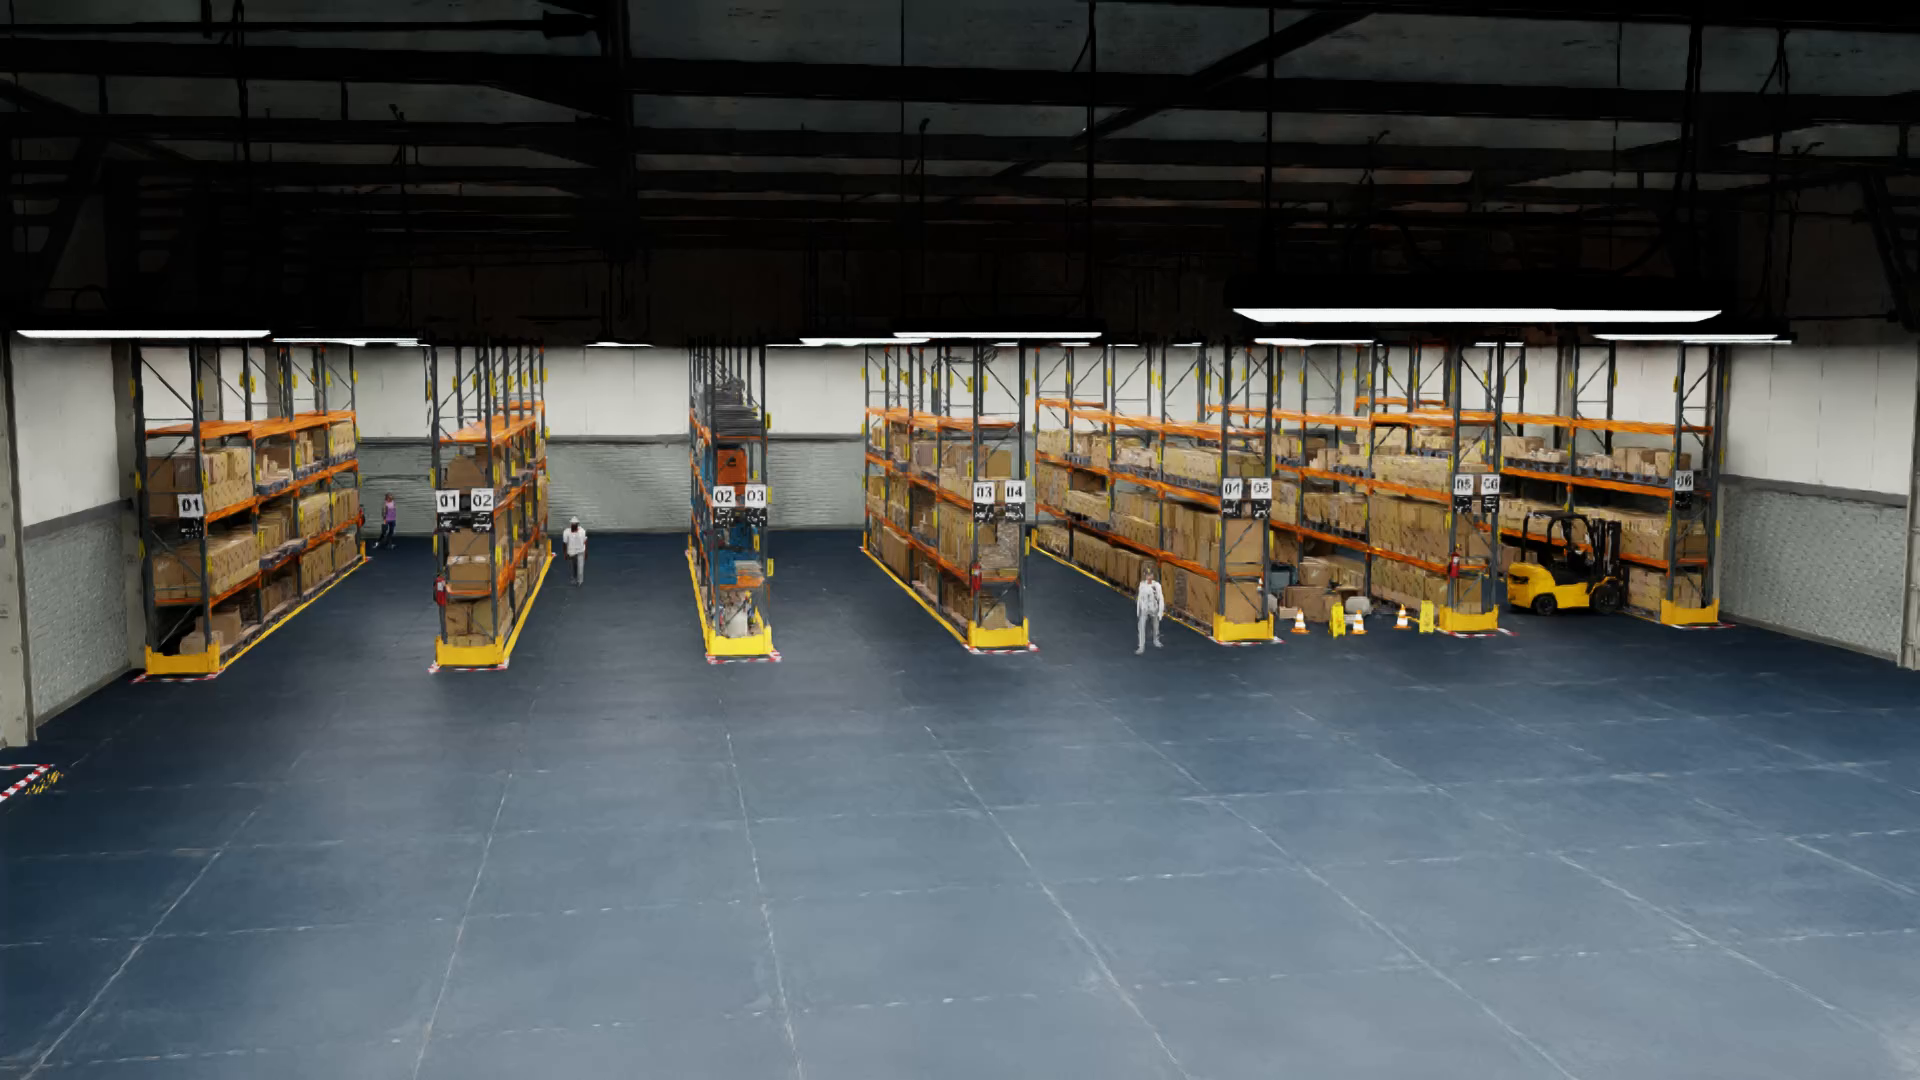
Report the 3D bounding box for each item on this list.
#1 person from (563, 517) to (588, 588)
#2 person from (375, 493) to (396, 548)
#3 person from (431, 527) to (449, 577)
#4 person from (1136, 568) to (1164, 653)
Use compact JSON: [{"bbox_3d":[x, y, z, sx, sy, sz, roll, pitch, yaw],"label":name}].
[{"bbox_3d":[-9.293,0.278,40.137,0.577,1.691,1.117,-1,7,-8],"label":"person"},{"bbox_3d":[-16.615,-0.563,48.034,0.461,1.588,0.590,4,8,34],"label":"person"},{"bbox_3d":[-12.403,0.262,40.228,0.729,1.733,0.544,-1,7,-12],"label":"person"},{"bbox_3d":[3.611,1.309,31.563,0.523,1.612,0.943,1,7,11],"label":"person"}]
